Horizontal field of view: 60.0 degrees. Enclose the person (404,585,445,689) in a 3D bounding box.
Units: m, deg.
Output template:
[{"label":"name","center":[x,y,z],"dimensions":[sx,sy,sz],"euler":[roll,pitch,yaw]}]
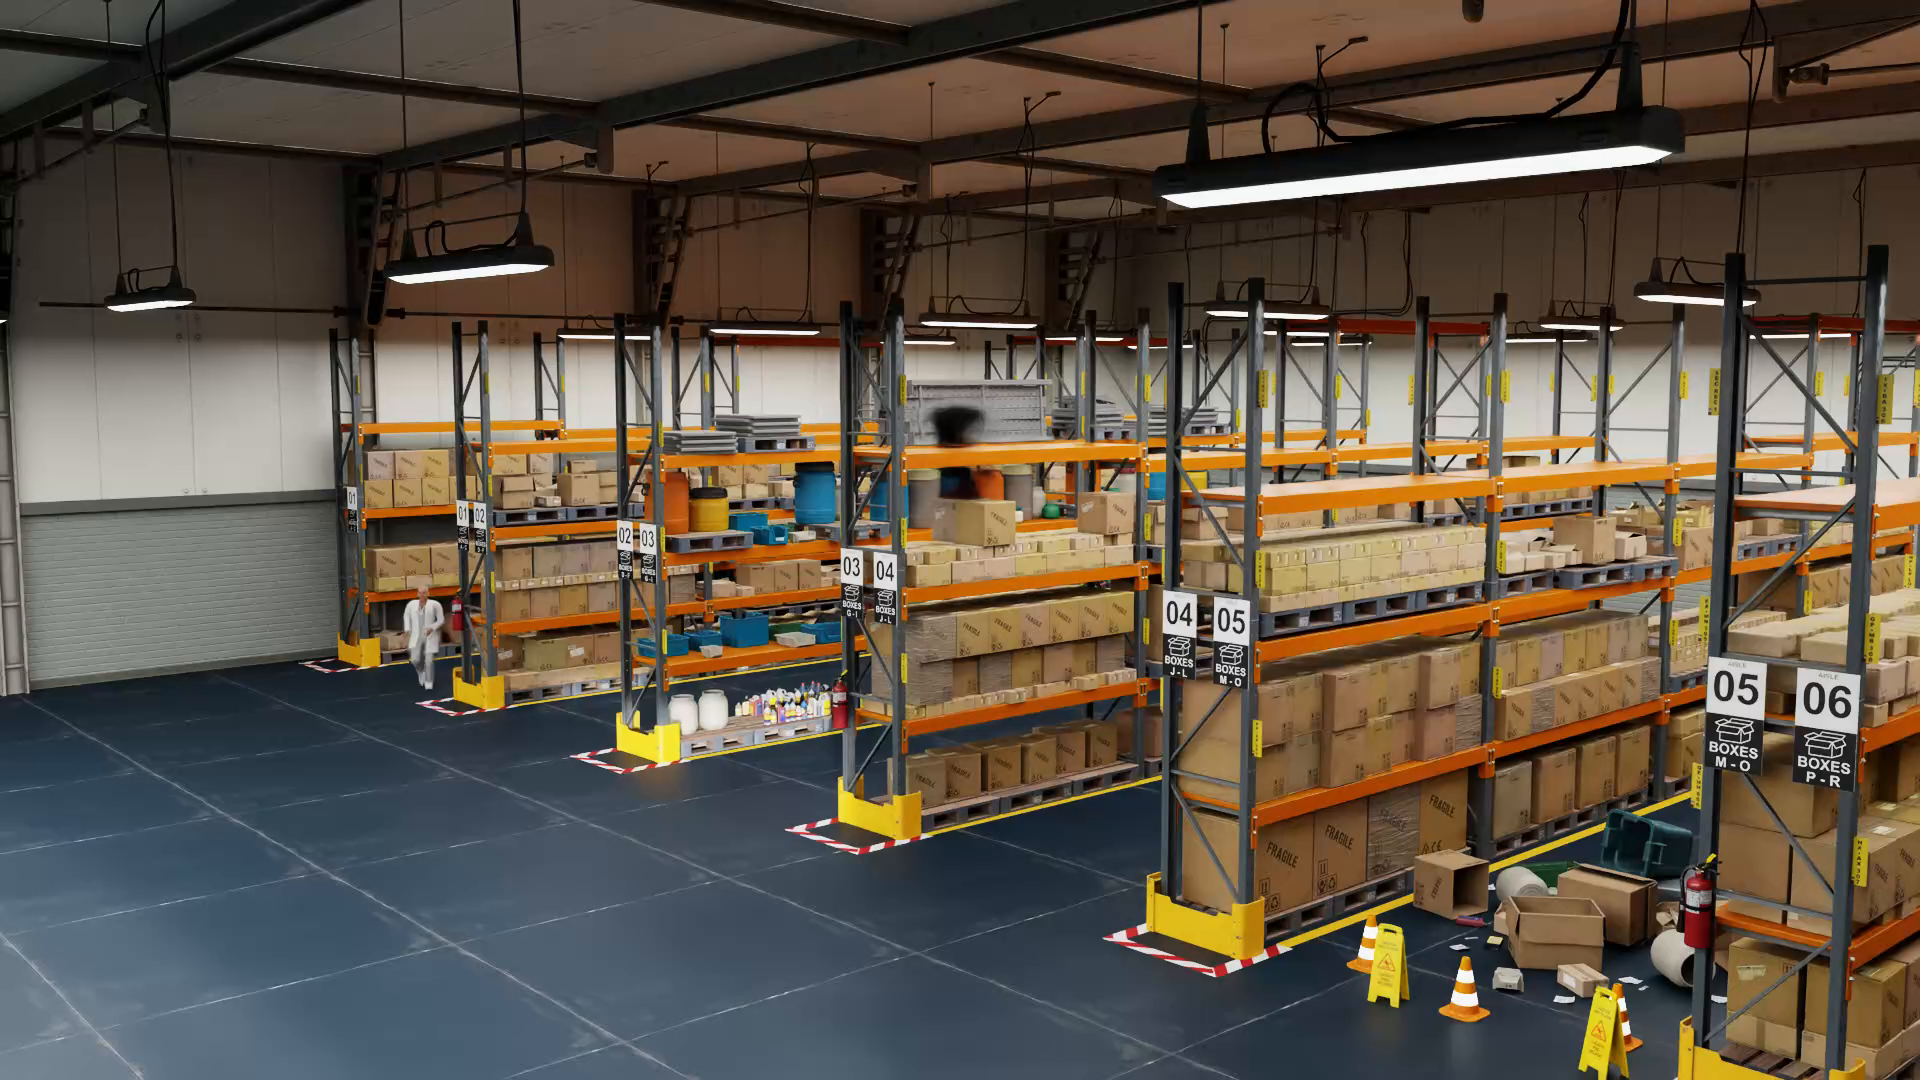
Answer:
[{"label":"person","center":[-8.812,1.606,27.280],"dimensions":[0.699,1.728,0.691],"euler":[0,6,-4]}]
